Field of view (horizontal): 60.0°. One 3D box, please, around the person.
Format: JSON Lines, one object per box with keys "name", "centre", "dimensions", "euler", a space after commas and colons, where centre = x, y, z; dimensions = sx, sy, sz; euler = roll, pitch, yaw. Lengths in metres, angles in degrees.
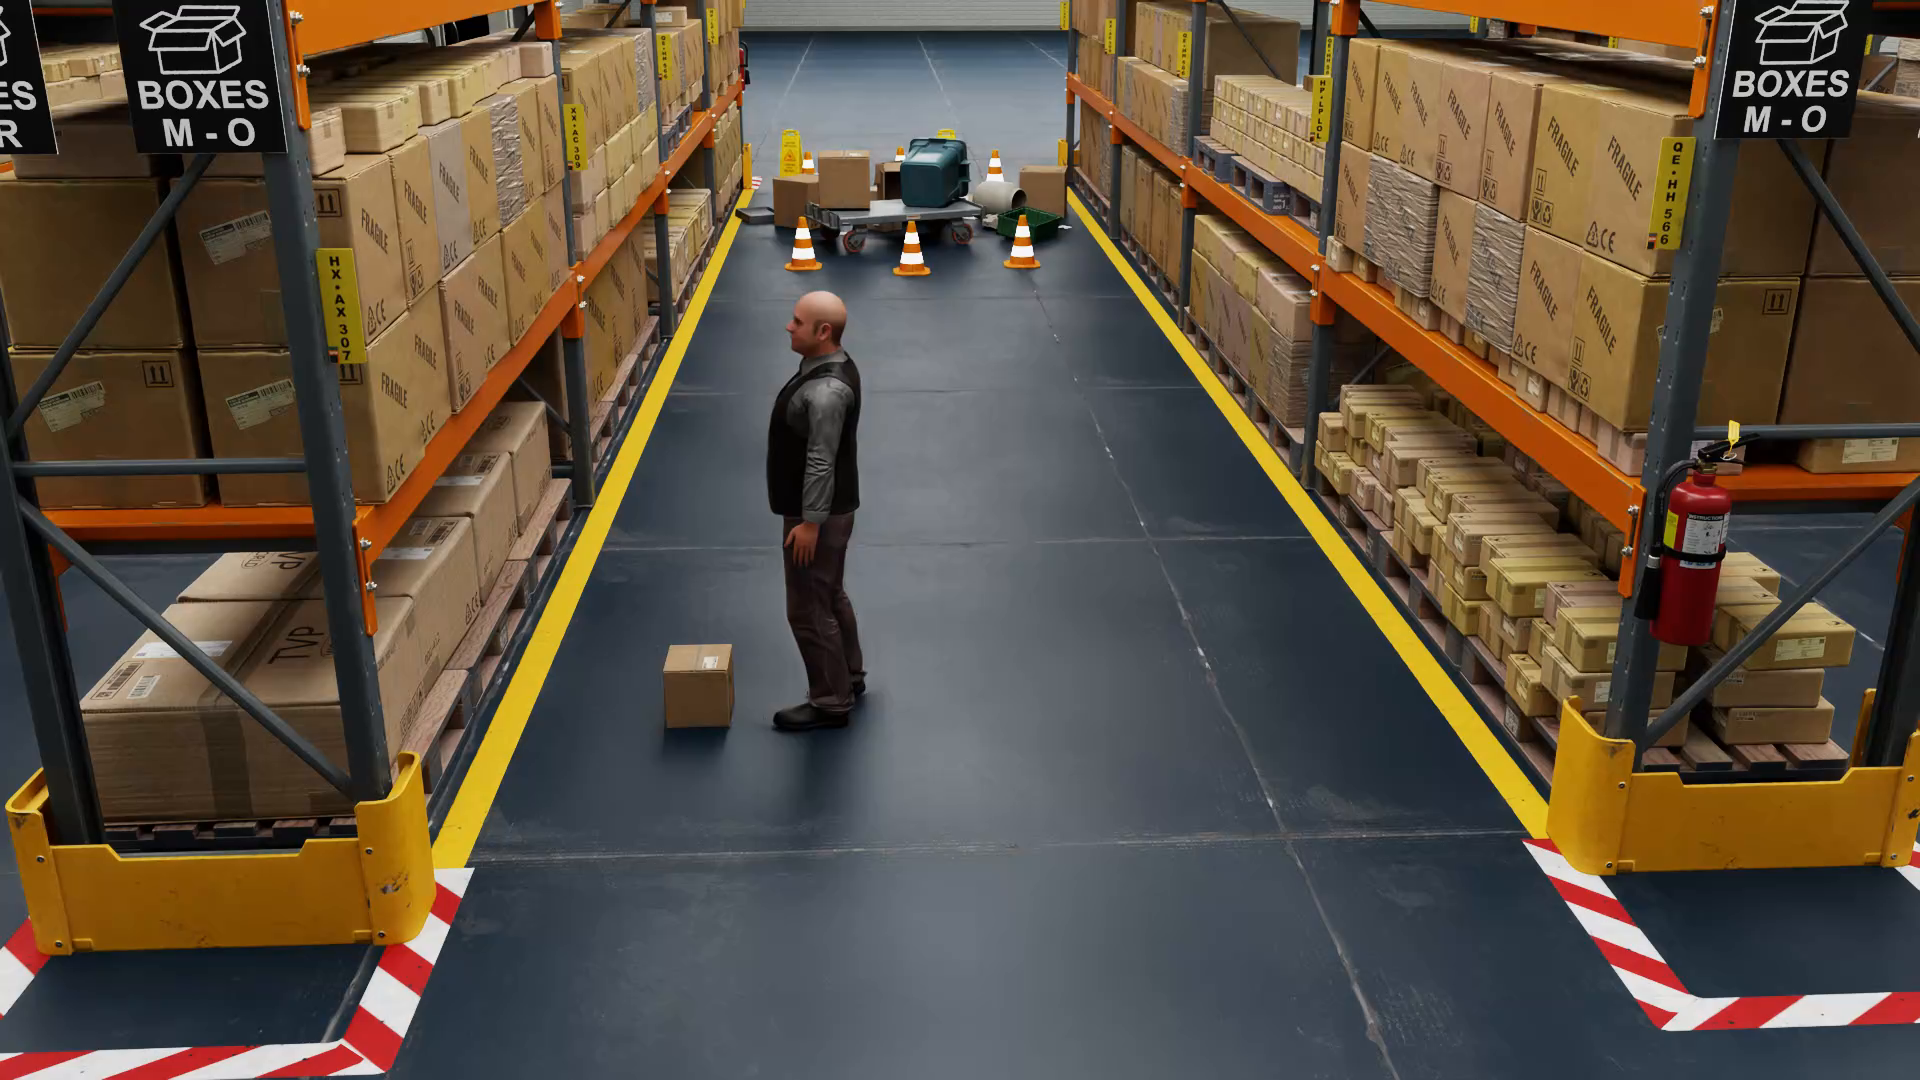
{"name": "person", "centre": [-0.558, -0.083, 6.416], "dimensions": [0.372, 1.768, 0.533], "euler": [-1, 20, -2]}
